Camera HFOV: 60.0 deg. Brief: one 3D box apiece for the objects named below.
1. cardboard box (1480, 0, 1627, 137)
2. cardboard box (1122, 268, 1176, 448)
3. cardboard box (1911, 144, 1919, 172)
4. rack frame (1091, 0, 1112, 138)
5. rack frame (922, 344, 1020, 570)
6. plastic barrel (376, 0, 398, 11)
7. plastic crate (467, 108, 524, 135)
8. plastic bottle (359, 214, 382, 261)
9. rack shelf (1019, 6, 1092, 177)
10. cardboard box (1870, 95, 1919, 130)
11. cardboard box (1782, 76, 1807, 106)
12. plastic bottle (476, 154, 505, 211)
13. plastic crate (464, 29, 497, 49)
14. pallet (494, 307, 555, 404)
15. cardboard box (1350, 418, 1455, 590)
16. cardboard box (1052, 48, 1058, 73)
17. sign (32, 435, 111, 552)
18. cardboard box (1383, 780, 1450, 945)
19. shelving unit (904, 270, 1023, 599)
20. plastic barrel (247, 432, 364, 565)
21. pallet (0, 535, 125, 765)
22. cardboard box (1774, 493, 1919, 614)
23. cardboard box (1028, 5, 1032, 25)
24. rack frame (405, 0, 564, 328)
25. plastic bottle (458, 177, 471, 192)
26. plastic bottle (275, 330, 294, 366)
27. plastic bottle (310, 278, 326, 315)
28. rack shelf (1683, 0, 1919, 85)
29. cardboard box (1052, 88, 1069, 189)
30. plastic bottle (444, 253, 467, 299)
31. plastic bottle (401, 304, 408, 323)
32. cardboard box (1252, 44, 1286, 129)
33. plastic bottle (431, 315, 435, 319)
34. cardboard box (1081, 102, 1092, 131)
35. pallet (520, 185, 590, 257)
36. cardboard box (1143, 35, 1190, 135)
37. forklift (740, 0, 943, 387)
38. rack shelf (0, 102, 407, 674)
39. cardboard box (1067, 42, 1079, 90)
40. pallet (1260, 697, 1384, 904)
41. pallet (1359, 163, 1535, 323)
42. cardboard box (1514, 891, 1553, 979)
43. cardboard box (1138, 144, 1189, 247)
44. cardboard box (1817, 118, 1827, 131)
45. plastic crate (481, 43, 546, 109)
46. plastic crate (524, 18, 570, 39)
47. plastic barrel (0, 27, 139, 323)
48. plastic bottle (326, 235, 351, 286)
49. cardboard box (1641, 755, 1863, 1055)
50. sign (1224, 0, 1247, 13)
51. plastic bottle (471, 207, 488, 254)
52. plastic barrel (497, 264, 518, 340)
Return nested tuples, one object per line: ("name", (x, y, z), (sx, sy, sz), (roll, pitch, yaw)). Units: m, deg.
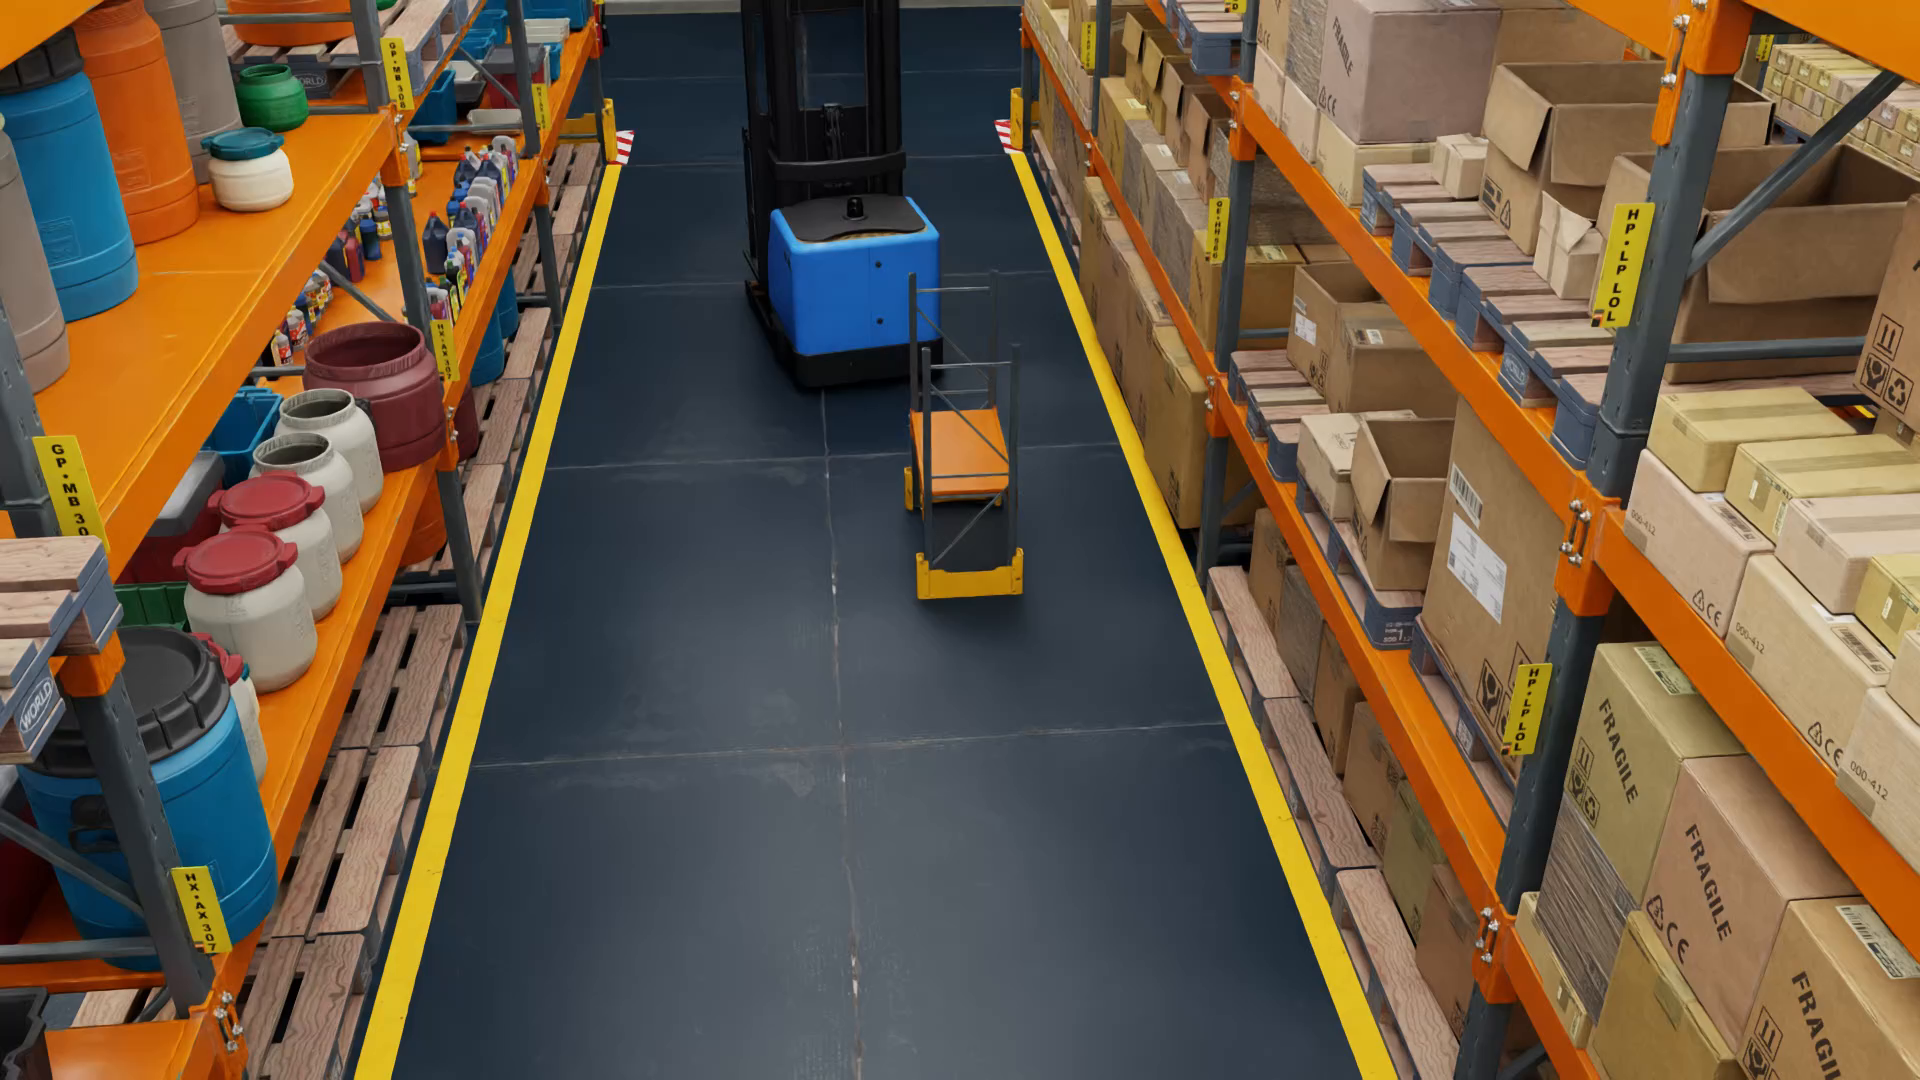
("cardboard box", (2.218, -1.875, 6.453), (0.500, 0.500, 0.500), (-2, 31, -4))
("cardboard box", (1.715, -1.153, 10.417), (1.225, 0.875, 0.875), (-3, 31, -4))
("cardboard box", (6.160, -2.351, 10.306), (0.380, 0.149, 0.250), (-2, 31, -3))
("rack frame", (1.460, -3.118, 12.045), (1.000, 3.000, 0.127), (-3, 31, -5))
("rack frame", (0.055, -0.341, 8.858), (0.500, 1.500, 0.032), (-3, 31, -5))
("plastic barrel", (-2.967, -2.792, 8.316), (0.294, 0.245, 0.294), (0, 31, 0))
("plastic crate", (-3.372, -3.038, 12.109), (0.396, 0.136, 0.243), (-3, 31, -5))
("plastic bottle", (-3.553, -1.827, 10.009), (0.097, 0.271, 0.097), (0, 31, 0))
("rack shelf", (1.274, -3.830, 13.939), (1.077, 0.370, 4.000), (-3, 31, -5))
("cardboard box", (6.109, -2.749, 10.682), (0.380, 0.149, 0.250), (-2, 31, -3))
("cardboard box", (6.013, -3.149, 11.642), (0.380, 0.149, 0.250), (-3, 31, -6))
("plastic bottle", (-3.042, -2.312, 10.743), (0.144, 0.351, 0.185), (-3, 31, -5))
("plastic crate", (-4.026, -4.063, 13.732), (0.416, 0.233, 0.300), (-3, 31, -5))
("pallet", (-3.440, -1.288, 11.700), (1.003, 0.211, 1.213), (-3, 31, -5))
("cardboard box", (1.954, -0.139, 6.547), (0.797, 0.503, 0.637), (0, 31, 0))
("cardboard box", (0.963, -3.936, 13.660), (0.380, 0.149, 0.250), (-2, 31, -4))
("sign", (-2.175, -0.109, 4.073), (0.100, 0.325, 0.005), (-3, 31, -5))
("cardboard box", (2.146, 1.292, 6.671), (0.700, 0.500, 0.500), (-3, 31, -5))
("shelving unit", (0.007, -0.605, 9.300), (0.587, 1.500, 1.083), (-3, 31, -5))
("plastic barrel", (-2.749, -0.157, 6.978), (0.421, 0.512, 0.421), (0, 31, 0))
("pallet", (-2.559, 0.361, 3.480), (1.213, 0.211, 1.003), (-3, 31, -5))
("cardboard box", (2.028, 0.025, 3.615), (0.380, 0.149, 0.250), (-3, 31, -4))
("cardboard box", (0.817, -4.724, 14.979), (0.380, 0.149, 0.250), (-3, 31, -5))
("rack frame", (-3.471, -2.881, 11.648), (1.000, 3.000, 0.127), (-3, 31, -5))
("plastic bottle", (-3.153, -2.180, 10.601), (0.097, 0.271, 0.097), (0, 31, 0))
("plastic bottle", (-3.552, -0.999, 8.691), (0.097, 0.201, 0.097), (0, 31, 0))
("plastic bottle", (-3.619, -1.365, 9.305), (0.097, 0.201, 0.097), (0, 31, 0))
("rack shelf", (2.395, -0.278, 2.144), (1.077, 0.370, 4.000), (-3, 31, -5))
("cardboard box", (1.311, -3.641, 14.583), (0.875, 0.875, 0.875), (-3, 31, -5))
("plastic bottle", (-2.877, -1.502, 9.466), (0.097, 0.271, 0.097), (0, 31, 0))
("plastic bottle", (-2.981, -1.210, 9.045), (0.097, 0.201, 0.097), (0, 31, 0))
("cardboard box", (1.625, -2.047, 7.473), (0.500, 0.250, 0.500), (-2, 31, -4))
("plastic bottle", (-2.808, -1.100, 8.860), (0.097, 0.201, 0.097), (0, 31, 0))
("cardboard box", (1.106, -3.150, 12.344), (0.380, 0.149, 0.250), (-3, 31, -4))
("pallet", (-3.695, -2.682, 14.033), (1.003, 0.211, 1.213), (-3, 31, -5))
("cardboard box", (1.581, -2.915, 10.629), (0.797, 0.503, 0.637), (-2, 31, -4))
("forklift", (-1.022, -3.045, 11.989), (1.130, 2.935, 3.031), (-9, 32, -14))
("rack shelf", (-2.910, -0.796, 5.935), (1.077, 0.370, 4.000), (-3, 31, -5))
("cardboard box", (1.107, -3.658, 12.806), (0.500, 0.250, 0.500), (-2, 31, -3))
("pallet", (2.017, 1.142, 7.633), (1.003, 0.211, 1.213), (-3, 31, -5))
("pallet", (2.156, -1.090, 5.908), (1.213, 0.211, 1.003), (-3, 31, -5))
("cardboard box", (1.929, 1.198, 5.064), (0.380, 0.149, 0.250), (-3, 31, -5))
("cardboard box", (1.402, -2.138, 10.308), (0.500, 0.500, 0.500), (-2, 31, -4))
("cardboard box", (6.061, -2.756, 11.275), (0.380, 0.149, 0.250), (-2, 31, -4))
("plastic crate", (-3.305, -3.402, 12.399), (0.402, 0.464, 0.583), (-3, 31, -5))
("plastic crate", (-3.588, -4.428, 14.437), (0.396, 0.136, 0.243), (-3, 31, -5))
("plastic barrel", (-3.109, -1.216, 5.447), (0.600, 0.901, 0.708), (-3, 31, -5))
("plastic bottle", (-3.640, -1.670, 9.669), (0.144, 0.351, 0.185), (-3, 31, -5))
("cardboard box", (2.045, 0.864, 4.016), (0.500, 0.500, 0.500), (-3, 31, -5))
("sign", (1.281, -2.597, 7.666), (0.100, 0.325, 0.005), (-3, 31, -5))
("plastic bottle", (-2.930, -1.898, 10.116), (0.061, 0.283, 0.133), (-3, 31, -5))
("plastic barrel", (-3.437, -1.882, 11.612), (0.600, 0.901, 0.708), (-3, 31, -5))
